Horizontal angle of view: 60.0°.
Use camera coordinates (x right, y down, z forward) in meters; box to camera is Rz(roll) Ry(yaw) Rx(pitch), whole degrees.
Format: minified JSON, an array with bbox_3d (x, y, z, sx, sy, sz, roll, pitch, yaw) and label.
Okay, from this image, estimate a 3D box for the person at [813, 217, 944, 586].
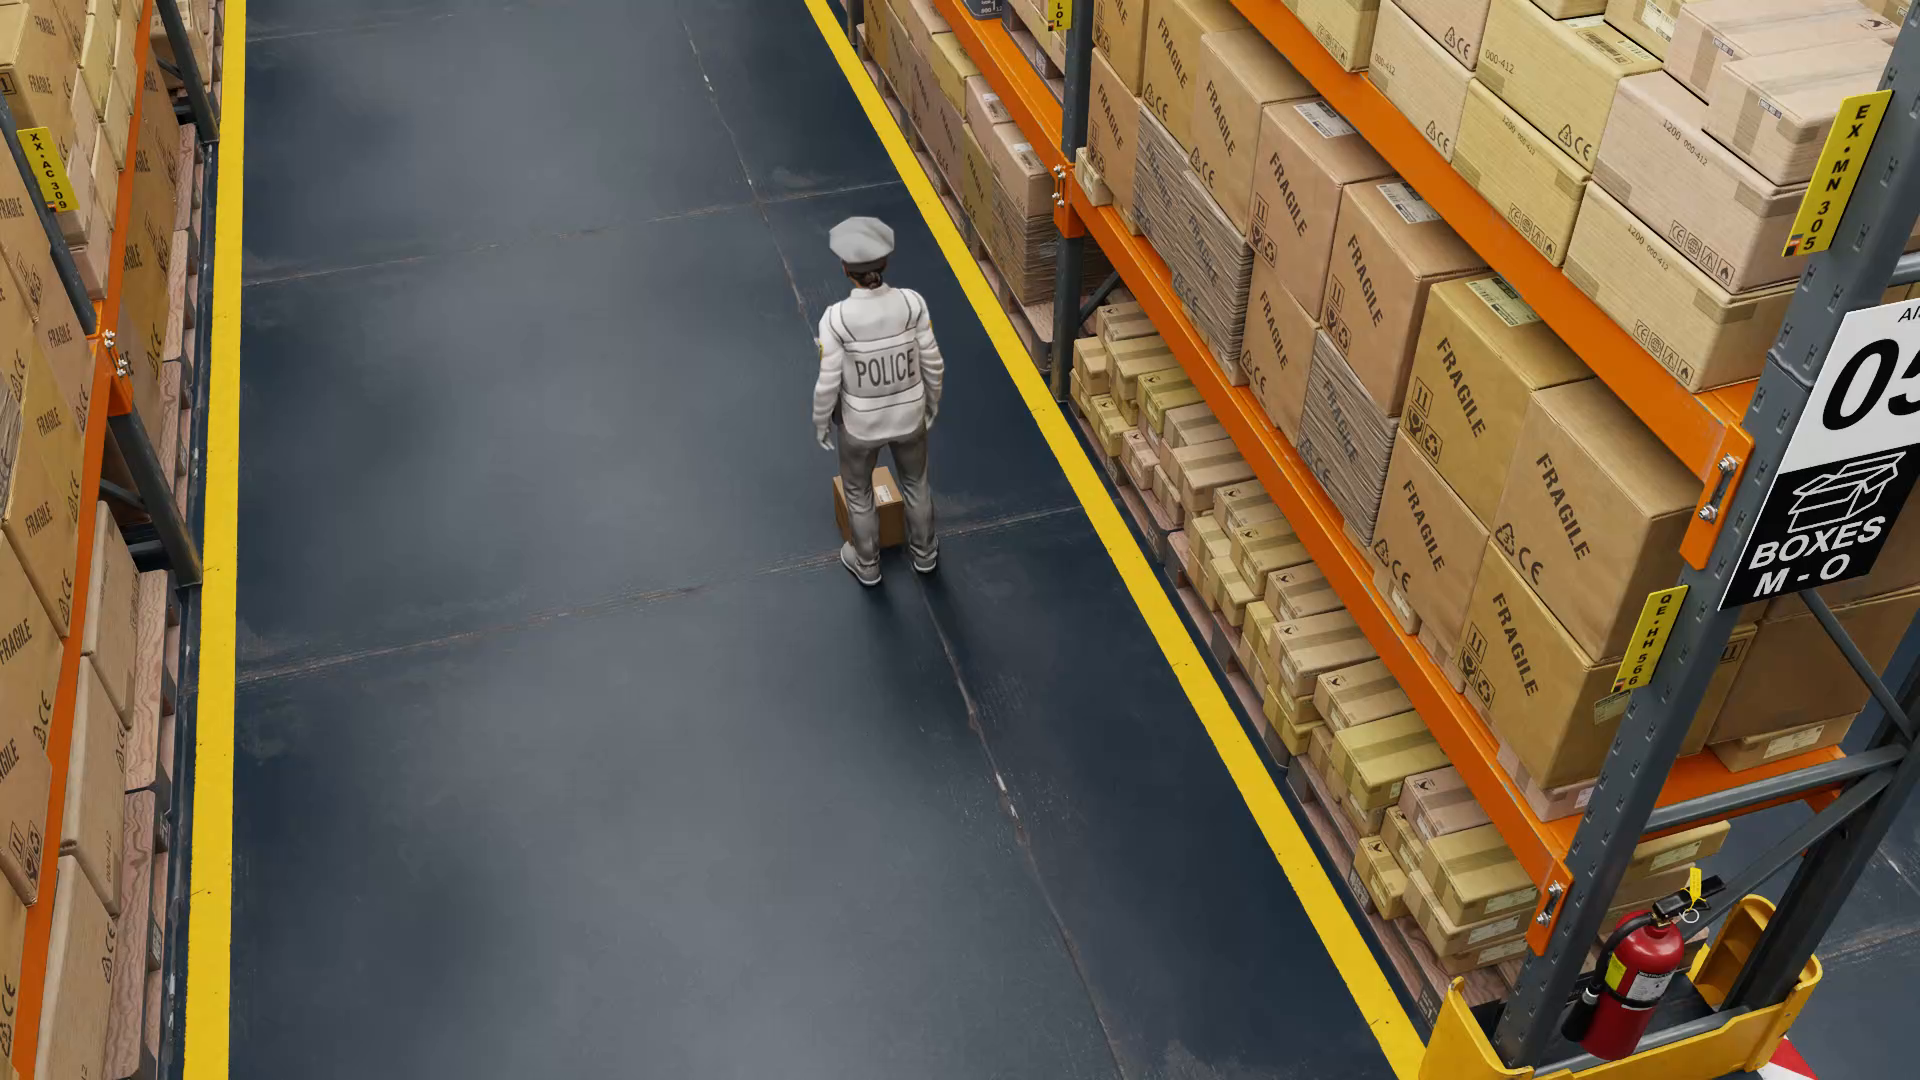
[{"bbox_3d":[-0.328,-0.502,6.706,0.537,1.663,0.378,-13,44,-14],"label":"person"}]
